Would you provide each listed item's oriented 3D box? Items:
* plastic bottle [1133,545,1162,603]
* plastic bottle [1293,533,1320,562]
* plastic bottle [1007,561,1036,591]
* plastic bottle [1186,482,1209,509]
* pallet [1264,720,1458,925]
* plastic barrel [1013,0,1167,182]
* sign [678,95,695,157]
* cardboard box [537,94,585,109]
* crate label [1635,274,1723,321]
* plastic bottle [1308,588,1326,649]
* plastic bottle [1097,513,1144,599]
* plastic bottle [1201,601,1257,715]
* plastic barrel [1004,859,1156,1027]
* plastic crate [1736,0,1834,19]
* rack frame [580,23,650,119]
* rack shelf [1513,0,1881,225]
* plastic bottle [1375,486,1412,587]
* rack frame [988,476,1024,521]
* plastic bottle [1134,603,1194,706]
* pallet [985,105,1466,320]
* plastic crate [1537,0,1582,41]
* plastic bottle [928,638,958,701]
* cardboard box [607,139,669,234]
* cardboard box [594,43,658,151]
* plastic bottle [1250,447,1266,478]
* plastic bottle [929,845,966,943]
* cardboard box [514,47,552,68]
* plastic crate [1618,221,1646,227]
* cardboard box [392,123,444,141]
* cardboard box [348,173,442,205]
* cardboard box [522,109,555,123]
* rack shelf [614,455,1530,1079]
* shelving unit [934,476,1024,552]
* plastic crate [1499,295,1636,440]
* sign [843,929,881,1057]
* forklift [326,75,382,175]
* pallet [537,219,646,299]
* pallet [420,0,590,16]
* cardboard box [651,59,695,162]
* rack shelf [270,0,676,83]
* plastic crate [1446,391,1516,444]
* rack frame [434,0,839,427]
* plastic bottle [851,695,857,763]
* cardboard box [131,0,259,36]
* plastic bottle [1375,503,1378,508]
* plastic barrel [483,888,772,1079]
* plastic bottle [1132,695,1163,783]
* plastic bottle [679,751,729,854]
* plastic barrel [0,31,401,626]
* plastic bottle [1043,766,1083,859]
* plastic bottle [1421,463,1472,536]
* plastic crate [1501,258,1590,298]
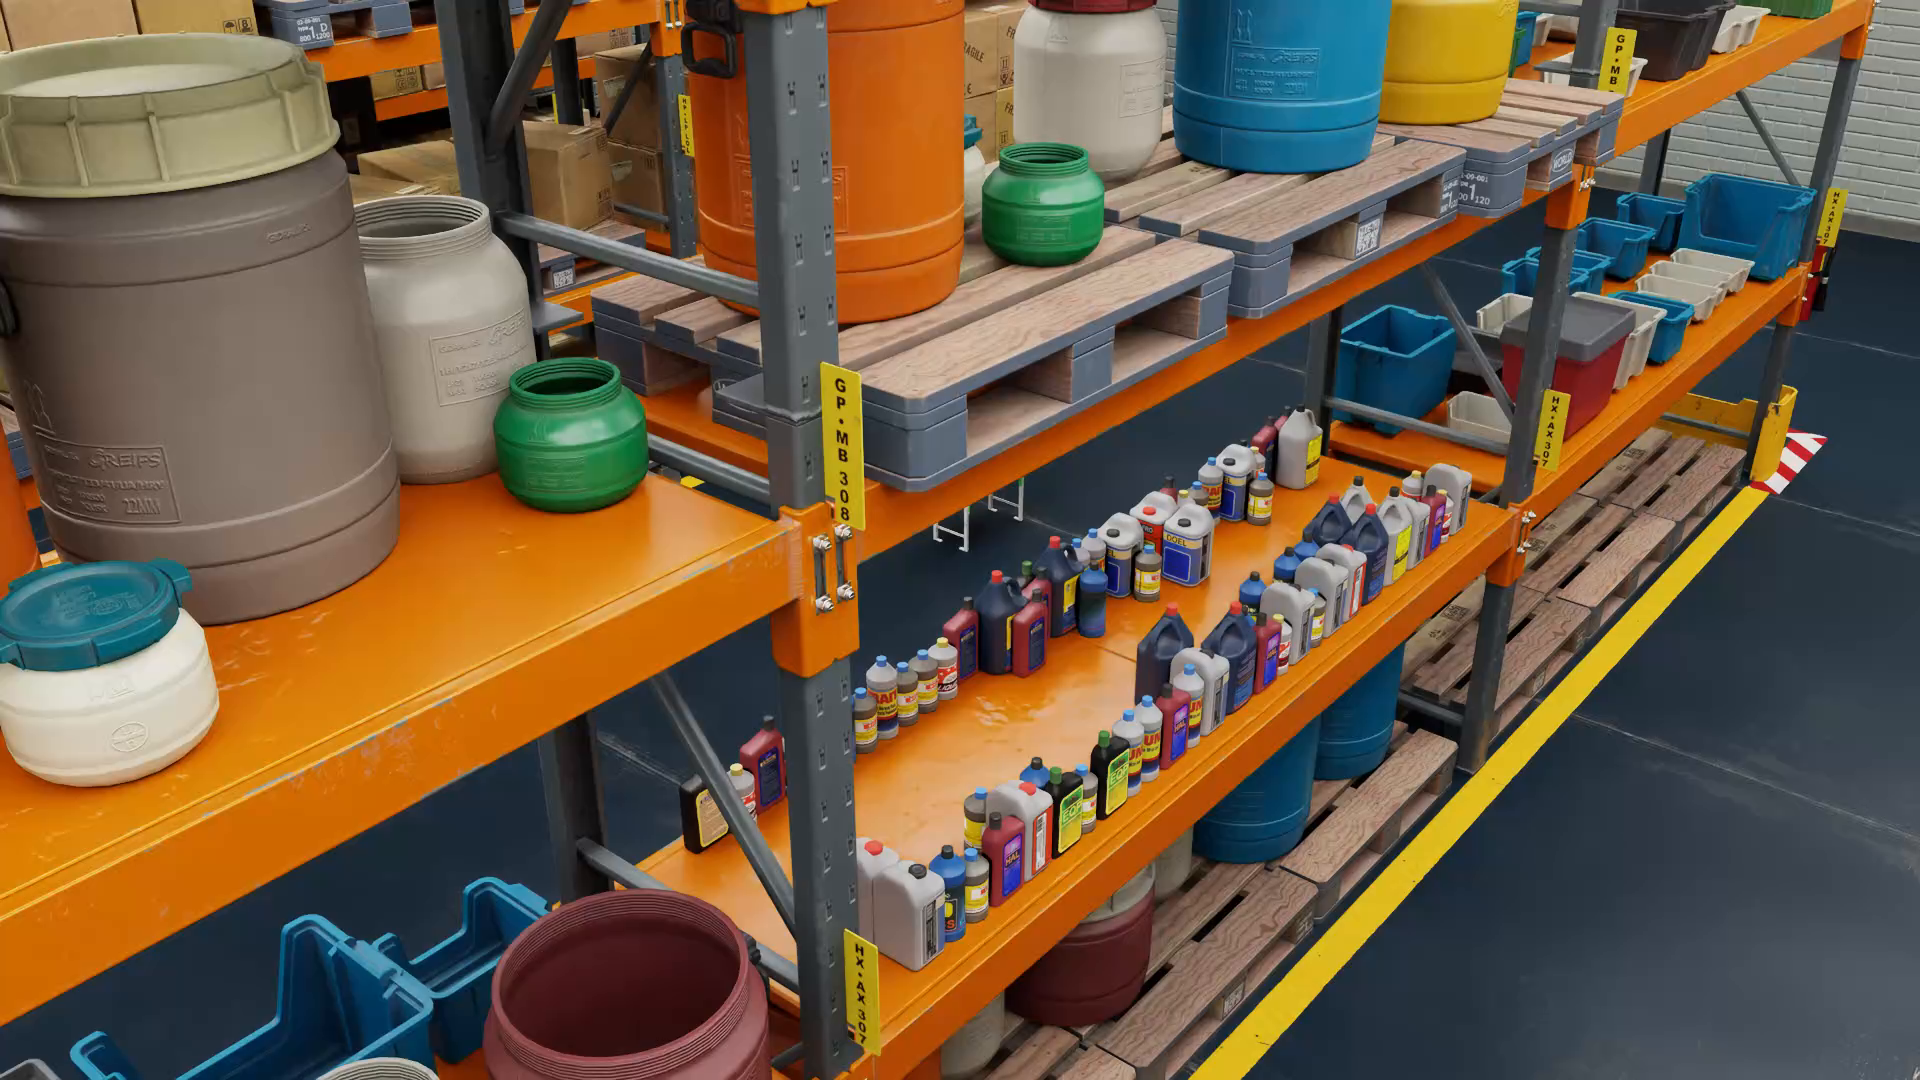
[{"bbox_3d":[0.675,0.114,5.981,0.097,0.201,0.097,0,27,0],"label":"plastic bottle"},{"bbox_3d":[1.230,0.103,5.927,0.097,0.271,0.097,0,27,0],"label":"plastic bottle"},{"bbox_3d":[0.205,0.217,5.693,0.061,0.283,0.133,21,34,34],"label":"plastic bottle"},{"bbox_3d":[0.914,-0.129,6.450,0.097,0.201,0.097,0,27,0],"label":"plastic bottle"},{"bbox_3d":[1.369,1.033,7.024,1.003,0.211,1.213,21,34,34],"label":"pallet"},{"bbox_3d":[0.359,-1.301,4.630,0.433,0.535,0.433,0,27,0],"label":"plastic barrel"},{"bbox_3d":[-1.497,-2.269,9.112,0.100,0.325,0.005,21,34,34],"label":"sign"},{"bbox_3d":[-3.651,-3.970,15.218,0.380,0.149,0.250,21,34,35],"label":"cardboard box"},{"bbox_3d":[3.704,-1.248,8.620,0.396,0.136,0.243,21,34,34],"label":"crate label"},{"bbox_3d":[1.199,0.261,5.698,0.097,0.201,0.097,0,27,0],"label":"plastic bottle"},{"bbox_3d":[0.567,0.051,6.021,0.152,0.276,0.135,21,34,34],"label":"plastic bottle"},{"bbox_3d":[0.859,0.367,5.330,0.144,0.351,0.185,21,34,34],"label":"plastic bottle"},{"bbox_3d":[0.364,1.257,5.723,0.600,0.588,0.708,21,34,34],"label":"plastic barrel"},{"bbox_3d":[4.029,-2.690,8.152,0.450,0.188,0.336,21,34,34],"label":"plastic crate"},{"bbox_3d":[-3.208,-4.781,15.227,1.000,3.000,0.127,21,34,34],"label":"rack frame"},{"bbox_3d":[3.164,-2.189,7.735,1.077,0.370,4.000,21,34,34],"label":"rack shelf"},{"bbox_3d":[1.560,-0.024,6.085,0.144,0.351,0.185,21,34,34],"label":"plastic bottle"},{"bbox_3d":[0.261,-0.678,9.255,0.240,1.200,0.015,21,34,34],"label":"rack frame"},{"bbox_3d":[0.656,0.370,5.323,0.144,0.351,0.185,21,34,34],"label":"plastic bottle"},{"bbox_3d":[0.750,-1.006,4.871,1.003,0.211,1.213,21,34,34],"label":"pallet"},{"bbox_3d":[2.788,-2.469,7.623,0.437,0.282,0.530,21,34,34],"label":"plastic crate"},{"bbox_3d":[-0.056,0.412,5.405,0.097,0.201,0.097,0,27,0],"label":"plastic bottle"},{"bbox_3d":[-1.808,-2.213,10.154,0.500,0.500,0.500,21,34,35],"label":"cardboard box"},{"bbox_3d":[-1.806,-2.659,9.929,0.500,0.500,0.500,21,34,35],"label":"cardboard box"},{"bbox_3d":[1.185,-0.280,6.743,0.097,0.201,0.097,0,27,0],"label":"plastic bottle"},{"bbox_3d":[-0.033,0.916,4.354,0.097,0.271,0.097,0,27,0],"label":"plastic bottle"},{"bbox_3d":[-3.979,-4.469,14.297,0.980,0.700,0.700,20,34,34],"label":"cardboard box"},{"bbox_3d":[3.757,-1.714,9.520,0.250,0.136,0.298,21,34,34],"label":"plastic crate"},{"bbox_3d":[-4.618,-3.431,14.175,0.380,0.149,0.250,20,33,34],"label":"cardboard box"},{"bbox_3d":[-3.004,-1.502,8.324,0.700,0.500,0.500,12,30,22],"label":"cardboard box"},{"bbox_3d":[-3.679,-3.678,14.653,0.380,0.149,0.250,22,34,36],"label":"cardboard box"},{"bbox_3d":[0.620,0.562,5.683,1.077,0.370,4.000,21,34,34],"label":"rack shelf"},{"bbox_3d":[0.105,-0.592,9.088,0.258,1.200,0.503,21,34,34],"label":"shelving unit"},{"bbox_3d":[2.654,-0.765,7.330,0.402,0.464,0.583,21,34,34],"label":"plastic crate"},{"bbox_3d":[-0.223,1.037,3.803,0.100,0.325,0.005,21,34,34],"label":"sign"},{"bbox_3d":[-4.473,-2.280,10.467,1.130,2.935,3.031,22,35,36],"label":"forklift"},{"bbox_3d":[-2.520,-1.579,9.247,1.003,0.211,1.213,21,34,34],"label":"pallet"},{"bbox_3d":[-2.397,-2.954,8.636,1.213,0.211,1.003,21,34,34],"label":"pallet"},{"bbox_3d":[-1.411,-2.489,9.600,0.500,0.500,0.500,22,34,36],"label":"cardboard box"},{"bbox_3d":[-3.200,-2.220,7.794,1.077,0.370,4.000,21,34,34],"label":"rack shelf"},{"bbox_3d":[2.298,-0.500,7.173,0.396,0.136,0.243,21,34,34],"label":"plastic crate"},{"bbox_3d":[-0.652,-1.713,2.768,1.000,3.000,0.127,21,34,34],"label":"rack frame"},{"bbox_3d":[-0.366,0.554,5.055,0.097,0.271,0.097,0,27,0],"label":"plastic bottle"},{"bbox_3d":[-3.565,-2.404,7.259,0.910,0.500,0.500,21,34,34],"label":"cardboard box"},{"bbox_3d":[1.550,-0.045,6.288,0.097,0.201,0.097,0,27,0],"label":"plastic bottle"},{"bbox_3d":[-0.714,1.144,3.626,0.600,0.536,0.708,21,34,34],"label":"plastic barrel"},{"bbox_3d":[0.555,0.589,4.988,0.097,0.271,0.097,0,27,0],"label":"plastic bottle"},{"bbox_3d":[-0.724,0.735,4.692,0.061,0.283,0.133,21,34,34],"label":"plastic bottle"},{"bbox_3d":[-1.342,-0.376,2.902,0.600,0.901,0.600,0,27,0],"label":"plastic barrel"},{"bbox_3d":[0.287,0.746,4.671,0.061,0.283,0.133,21,34,34],"label":"plastic bottle"},{"bbox_3d":[1.891,-0.178,6.464,0.152,0.276,0.135,21,34,34],"label":"plastic bottle"},{"bbox_3d":[2.997,-1.273,8.563,0.416,0.233,0.300,21,34,34],"label":"plastic crate"}]
